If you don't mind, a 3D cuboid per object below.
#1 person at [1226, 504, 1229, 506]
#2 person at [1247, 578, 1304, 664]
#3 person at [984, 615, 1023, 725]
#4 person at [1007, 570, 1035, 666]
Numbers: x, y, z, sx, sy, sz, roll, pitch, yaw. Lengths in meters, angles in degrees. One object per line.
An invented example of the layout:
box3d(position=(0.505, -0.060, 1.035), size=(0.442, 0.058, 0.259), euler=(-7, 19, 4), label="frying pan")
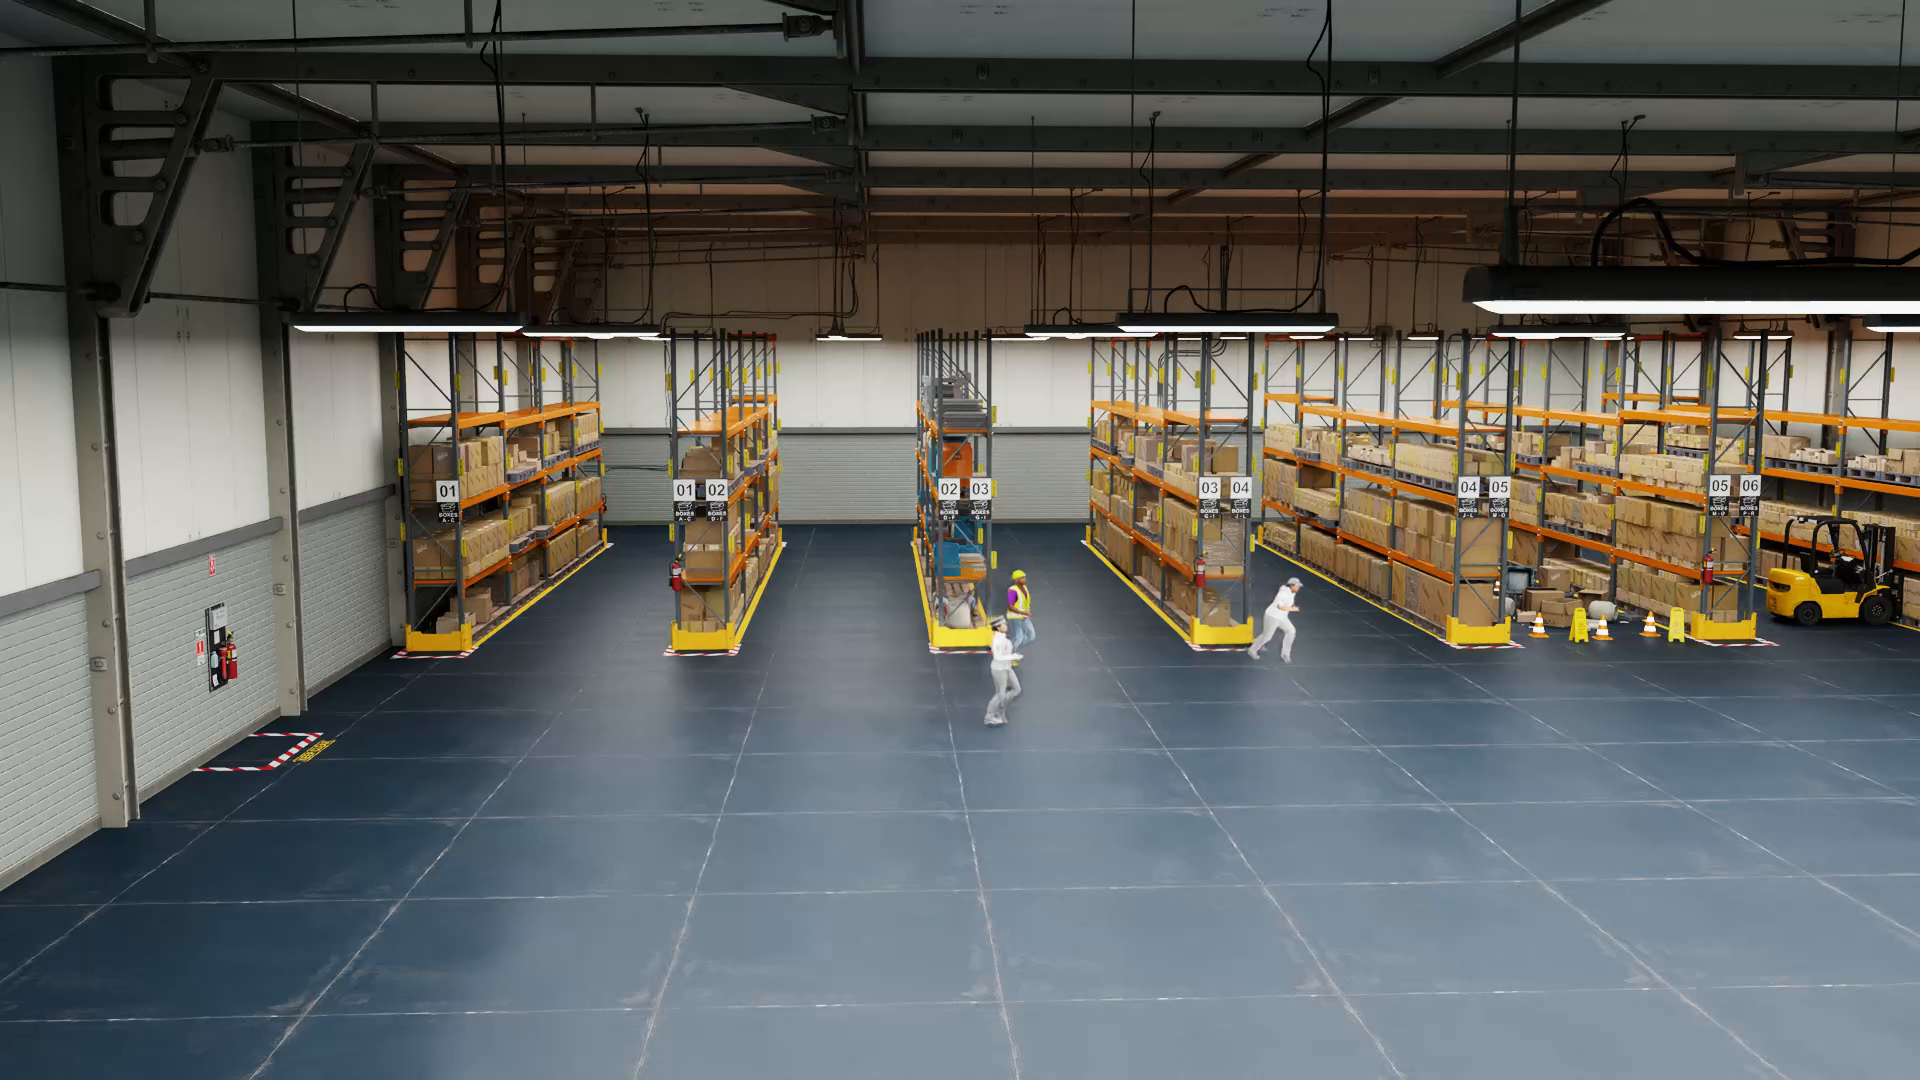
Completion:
box3d(position=(7.477, -0.712, 48.111), size=(0.603, 1.557, 0.613), euler=(1, 7, 11), label="person")
box3d(position=(5.683, 1.454, 29.944), size=(1.006, 1.618, 0.646), euler=(4, 8, 28), label="person")
box3d(position=(0.672, 1.956, 24.951), size=(0.614, 1.690, 0.596), euler=(2, 7, 15), label="person")
box3d(position=(1.088, 1.386, 29.617), size=(0.651, 1.719, 0.740), euler=(4, 8, 31), label="person")
